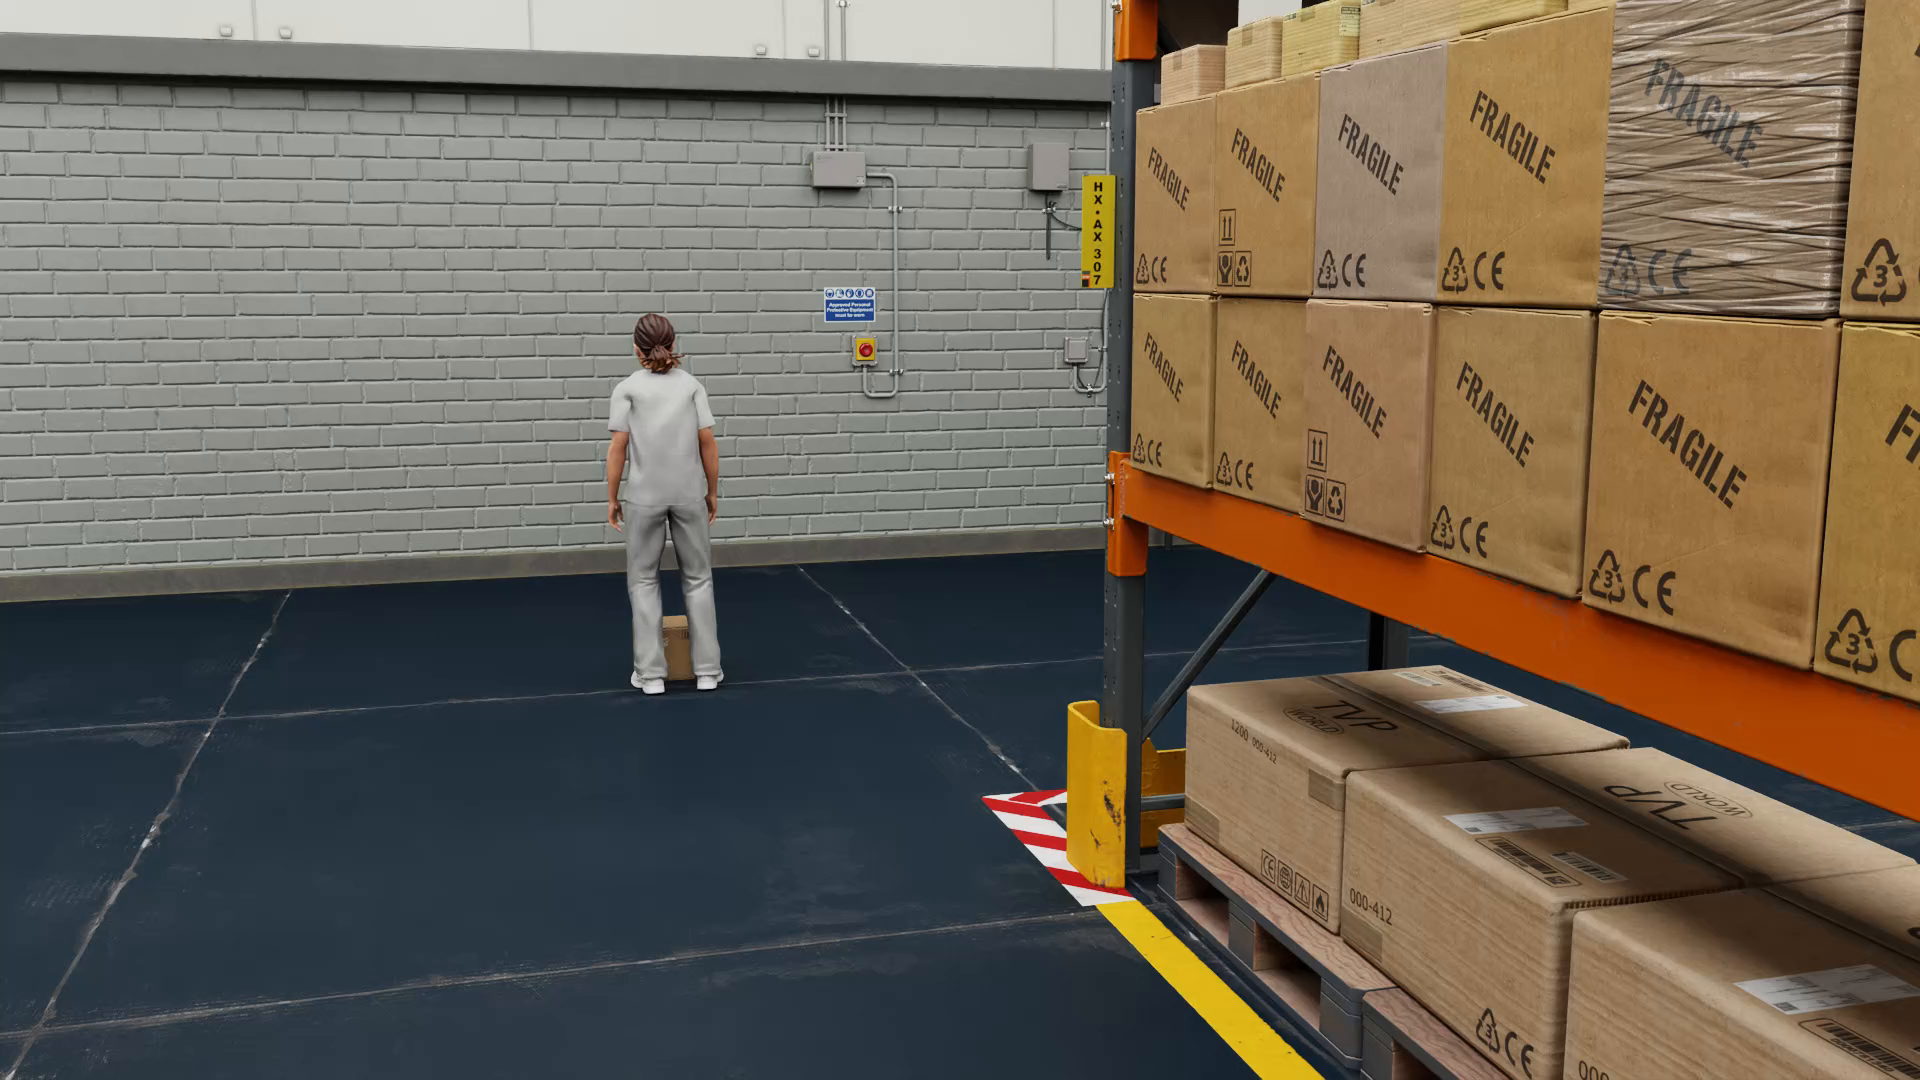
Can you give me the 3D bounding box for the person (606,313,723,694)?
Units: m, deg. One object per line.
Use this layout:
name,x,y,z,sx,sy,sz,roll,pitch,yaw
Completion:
person,-1.302,-0.159,7.359,0.511,1.670,0.353,-3,10,-18
